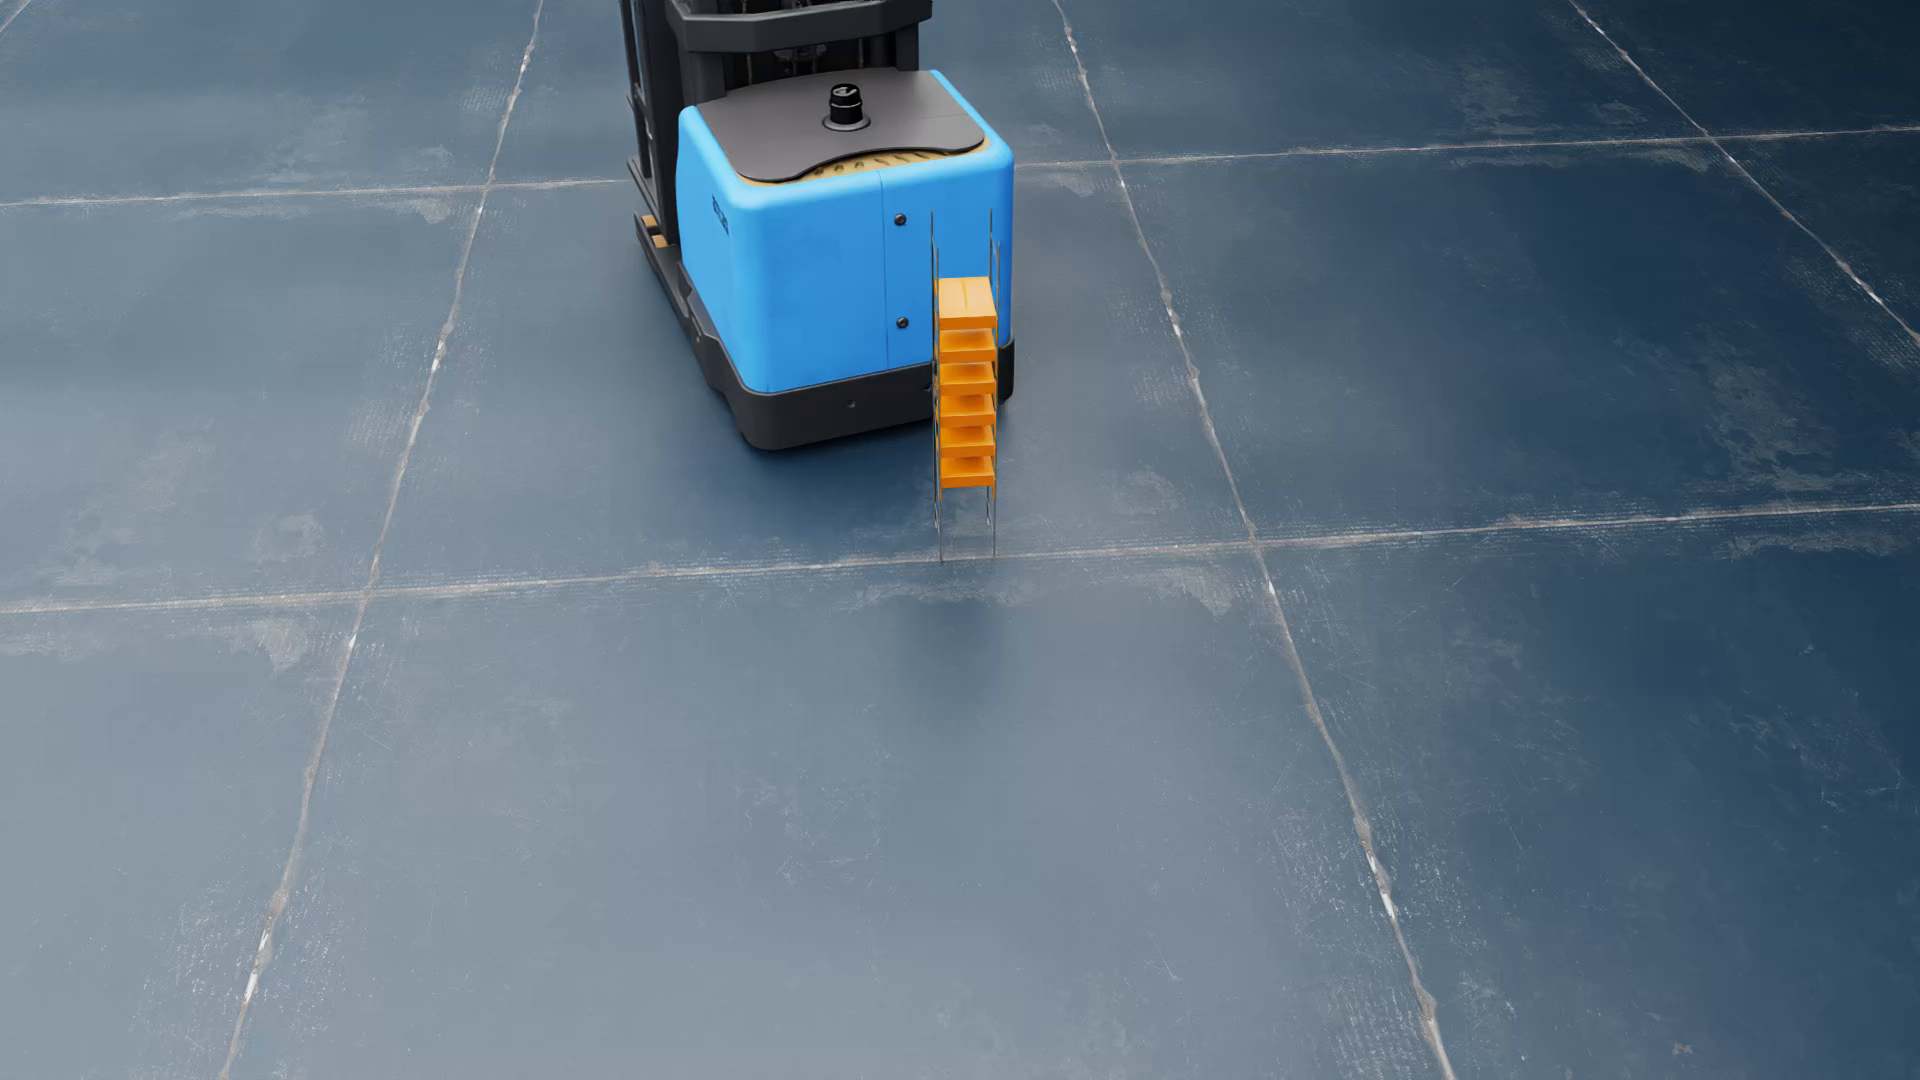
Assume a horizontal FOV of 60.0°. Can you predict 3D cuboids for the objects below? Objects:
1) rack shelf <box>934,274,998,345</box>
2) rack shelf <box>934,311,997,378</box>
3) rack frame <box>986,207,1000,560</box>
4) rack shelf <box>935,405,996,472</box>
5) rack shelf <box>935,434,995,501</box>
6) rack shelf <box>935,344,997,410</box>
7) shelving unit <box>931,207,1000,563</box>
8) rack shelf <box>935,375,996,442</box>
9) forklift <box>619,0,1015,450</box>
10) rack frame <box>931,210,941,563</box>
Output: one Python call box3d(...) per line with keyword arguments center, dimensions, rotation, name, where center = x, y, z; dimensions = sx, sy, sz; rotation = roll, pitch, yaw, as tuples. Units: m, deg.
box3d(center=(0.014, -0.720, 5.184), dimensions=(0.180, 0.103, 0.258), rotation=(-3, 38, -4), name="rack shelf")
box3d(center=(0.014, -0.625, 5.258), dimensions=(0.180, 0.103, 0.258), rotation=(-3, 38, -4), name="rack shelf")
box3d(center=(0.106, -0.477, 5.386), dimensions=(0.006, 1.200, 0.240), rotation=(-3, 38, -4), name="rack frame")
box3d(center=(0.014, -0.343, 5.481), dimensions=(0.180, 0.103, 0.258), rotation=(-3, 38, -4), name="rack shelf")
box3d(center=(0.014, -0.249, 5.556), dimensions=(0.180, 0.103, 0.258), rotation=(-3, 38, -4), name="rack shelf")
box3d(center=(0.014, -0.531, 5.333), dimensions=(0.180, 0.103, 0.258), rotation=(-3, 38, -4), name="rack shelf")
box3d(center=(0.014, -0.472, 5.379), dimensions=(0.189, 1.200, 0.258), rotation=(-3, 38, -4), name="shelving unit")
box3d(center=(0.014, -0.437, 5.407), dimensions=(0.180, 0.103, 0.258), rotation=(-3, 38, -4), name="rack shelf")
box3d(center=(-0.791, -2.393, 6.416), dimensions=(1.130, 2.935, 3.031), rotation=(-13, 40, -16), name="forklift")
box3d(center=(-0.077, -0.467, 5.373), dimensions=(0.006, 1.200, 0.240), rotation=(-3, 38, -4), name="rack frame")
